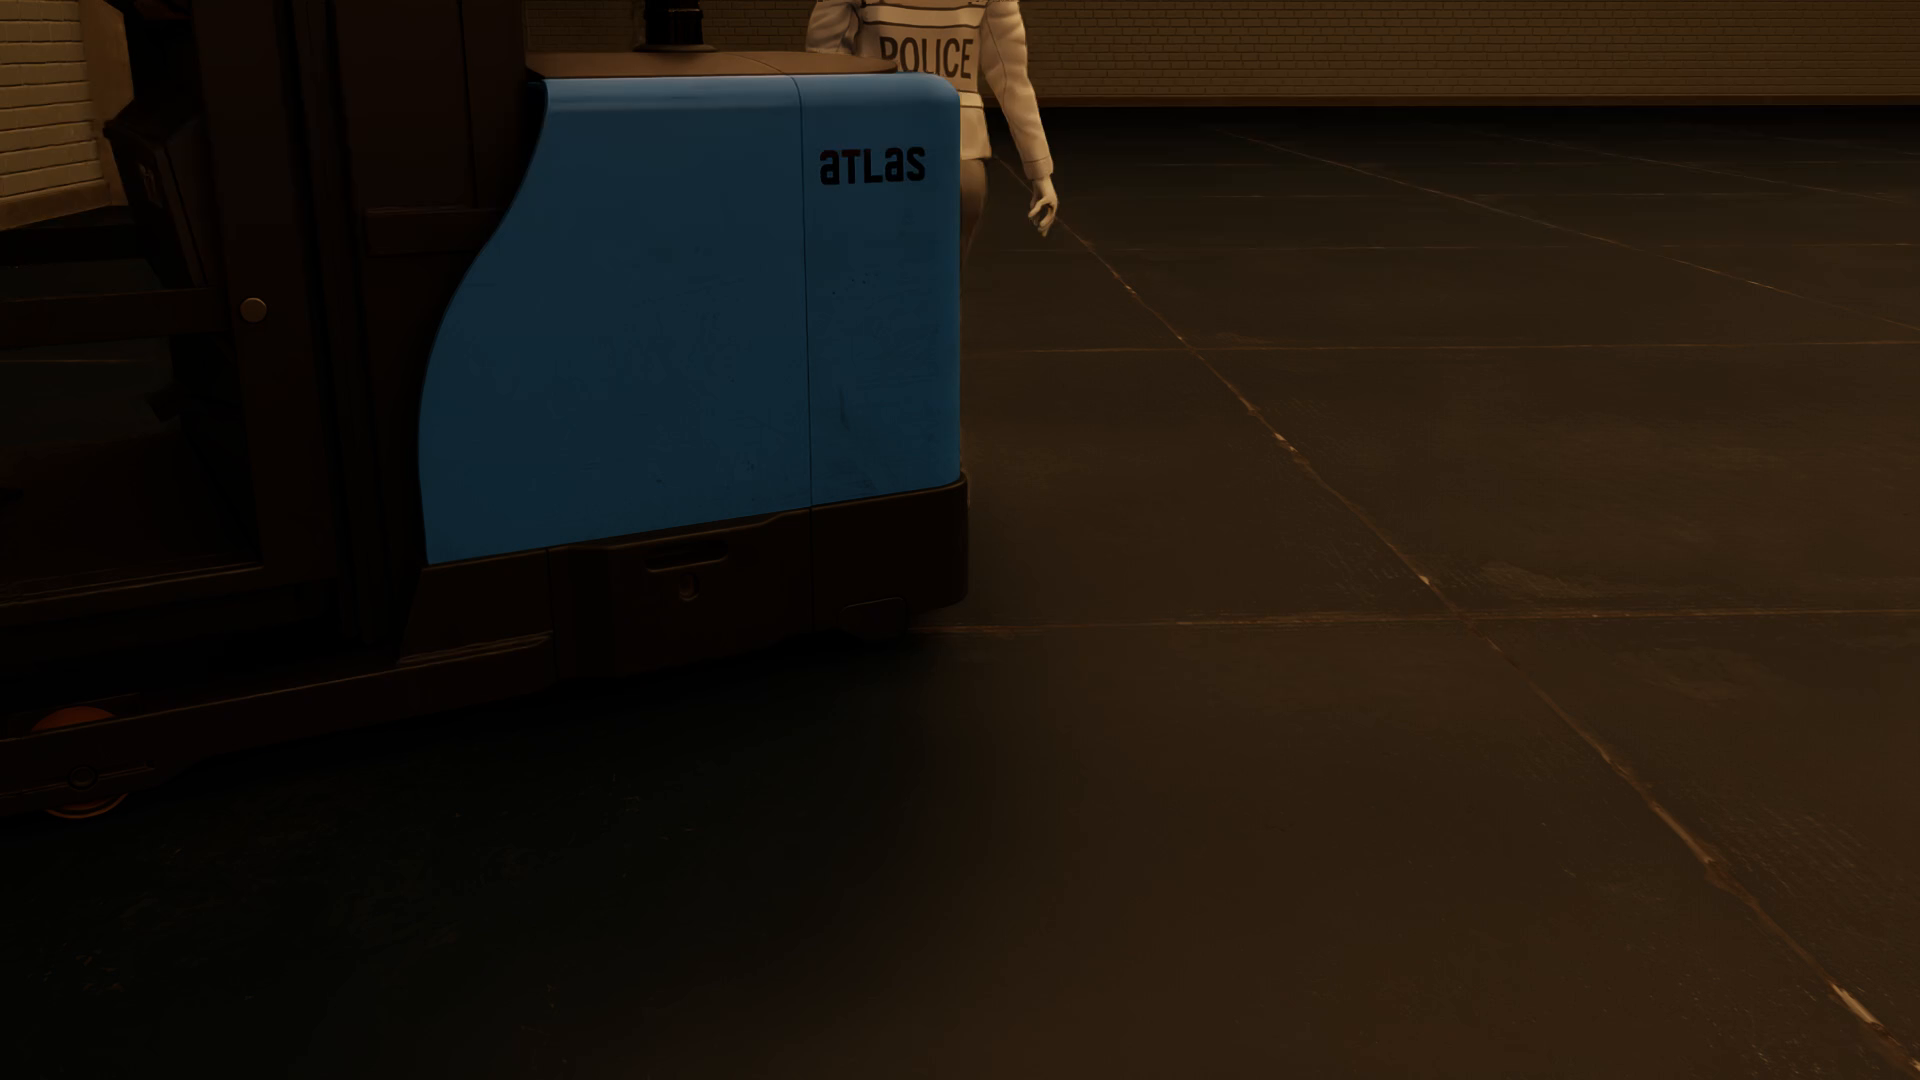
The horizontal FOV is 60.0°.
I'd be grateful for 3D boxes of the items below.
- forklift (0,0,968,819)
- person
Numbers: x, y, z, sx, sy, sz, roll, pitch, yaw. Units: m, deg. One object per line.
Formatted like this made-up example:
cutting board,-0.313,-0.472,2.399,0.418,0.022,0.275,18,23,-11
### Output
forklift,-1.519,-1.125,2.586,3.031,2.935,1.130,-10,19,-29
person,-0.100,-0.943,4.274,0.605,1.602,0.893,-8,19,-24
